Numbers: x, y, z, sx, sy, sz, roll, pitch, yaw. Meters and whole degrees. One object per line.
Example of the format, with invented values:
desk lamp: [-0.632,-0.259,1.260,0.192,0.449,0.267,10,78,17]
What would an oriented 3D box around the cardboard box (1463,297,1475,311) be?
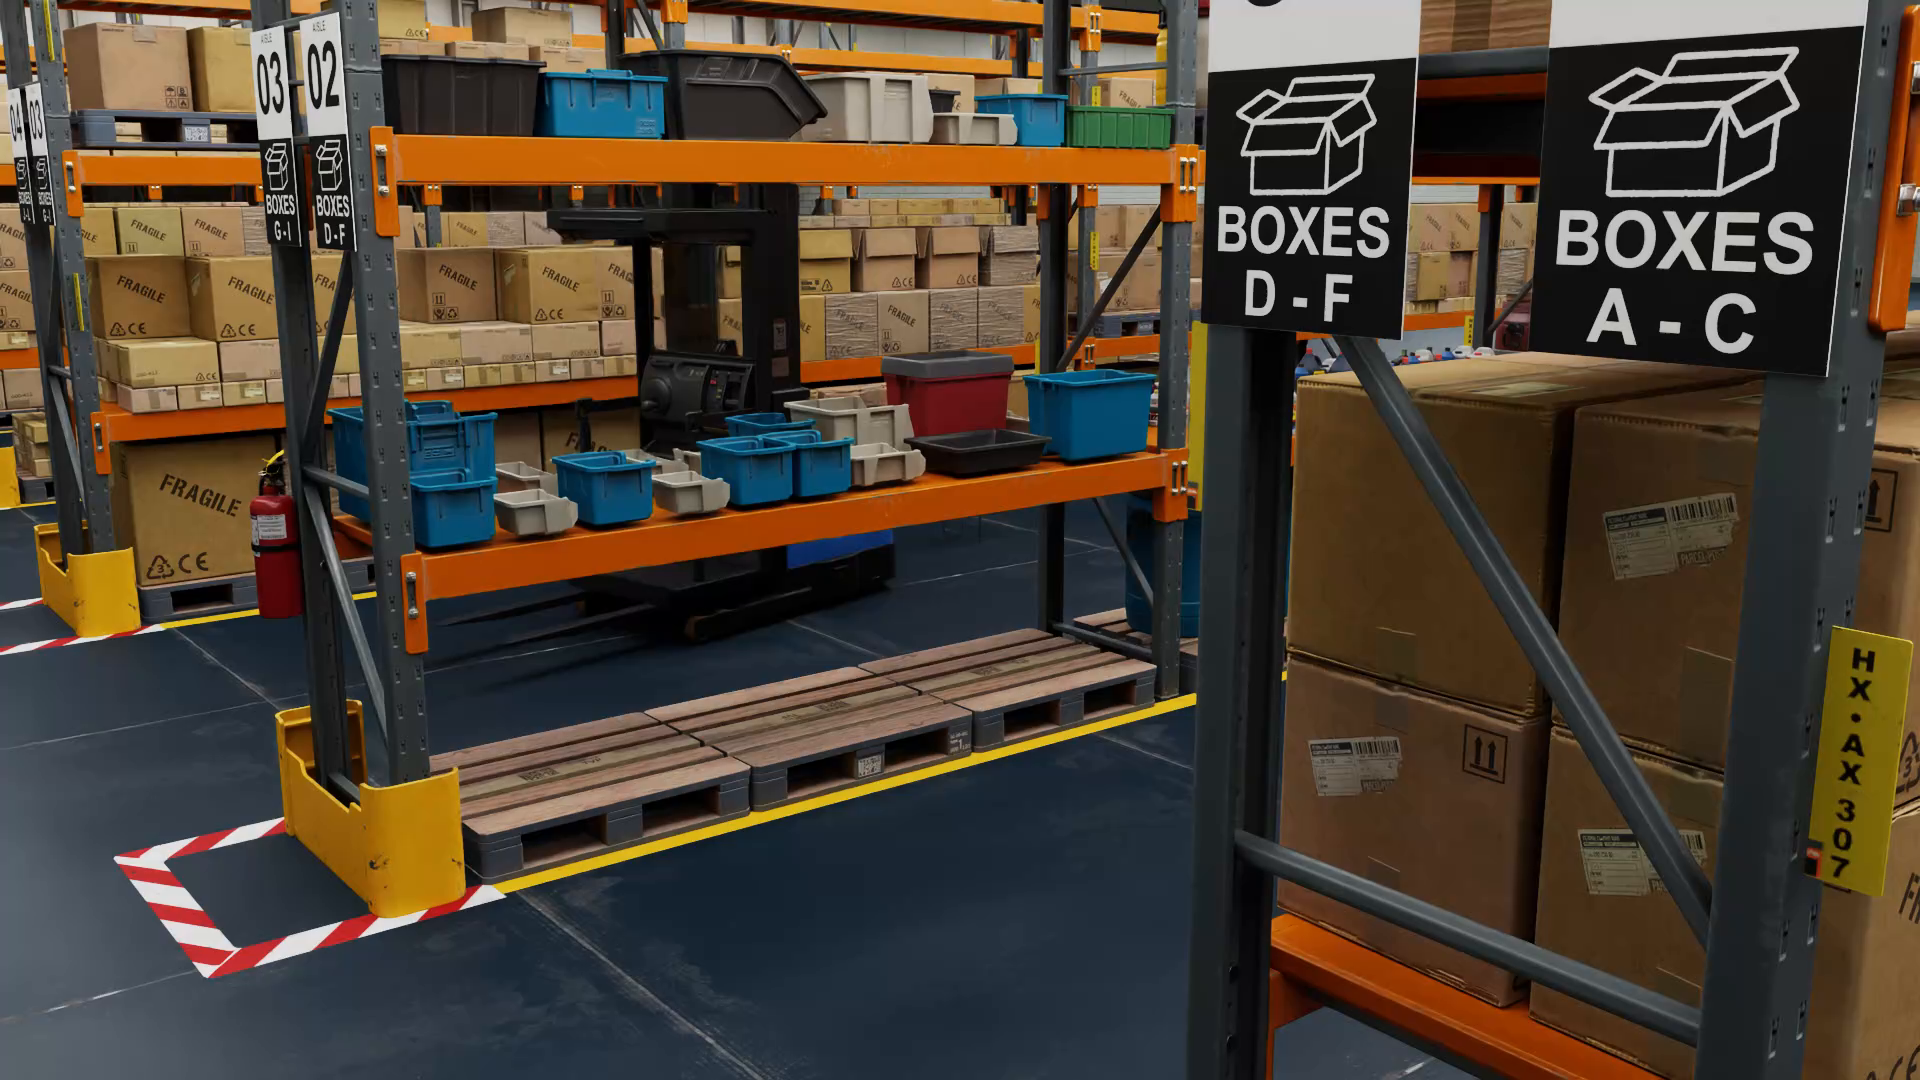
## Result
cardboard box: [5.463,-2.610,18.304,0.250,0.149,0.380,-9,15,-38]

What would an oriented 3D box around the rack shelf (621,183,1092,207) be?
rack shelf: [-0.741,-2.894,13.546,4.000,0.370,1.077,-9,15,-38]

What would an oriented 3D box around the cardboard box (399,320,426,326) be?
cardboard box: [-4.015,-1.378,11.542,0.500,0.250,0.500,-9,15,-38]

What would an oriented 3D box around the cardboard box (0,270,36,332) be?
cardboard box: [-7.922,-2.025,13.989,0.500,0.500,0.500,-9,15,-35]

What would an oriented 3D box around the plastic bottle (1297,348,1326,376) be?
plastic bottle: [2.165,-1.007,10.267,0.185,0.351,0.144,-9,15,-38]

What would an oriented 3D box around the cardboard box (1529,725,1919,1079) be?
cardboard box: [1.271,0.544,2.607,0.500,0.500,0.500,-9,15,-36]

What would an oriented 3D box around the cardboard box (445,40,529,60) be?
cardboard box: [-3.299,-3.109,11.335,0.500,0.500,0.700,-8,15,-35]

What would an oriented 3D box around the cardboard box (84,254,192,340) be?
cardboard box: [-5.210,-1.545,10.522,0.500,0.500,0.500,-9,15,-37]

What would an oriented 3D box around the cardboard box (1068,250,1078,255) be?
cardboard box: [1.205,-3.498,21.519,0.550,0.550,0.875,-9,15,-38]

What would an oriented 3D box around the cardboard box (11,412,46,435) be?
cardboard box: [-8.190,-1.029,14.674,0.250,0.149,0.380,-9,15,-37]

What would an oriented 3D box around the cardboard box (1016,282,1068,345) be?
cardboard box: [0.590,-1.983,14.504,0.500,0.500,0.500,-9,15,-36]

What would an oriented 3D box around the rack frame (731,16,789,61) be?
rack frame: [-2.199,-5.790,18.232,0.127,3.000,1.000,-9,15,-38]

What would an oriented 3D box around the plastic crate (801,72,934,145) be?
plastic crate: [-0.408,-1.843,7.152,0.530,0.282,0.437,-9,15,-38]

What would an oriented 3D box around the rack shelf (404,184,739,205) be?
rack shelf: [-3.760,-3.711,17.396,4.000,0.370,1.077,-9,15,-38]

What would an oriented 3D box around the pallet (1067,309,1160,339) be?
pallet: [1.311,-2.054,15.542,1.003,0.211,1.213,-9,15,-38]

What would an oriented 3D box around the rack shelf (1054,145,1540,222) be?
rack shelf: [2.353,-2.091,9.763,4.000,0.370,1.077,-9,15,-38]

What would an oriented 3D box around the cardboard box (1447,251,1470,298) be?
cardboard box: [5.074,-2.940,18.297,0.500,0.500,0.875,-9,15,-38]

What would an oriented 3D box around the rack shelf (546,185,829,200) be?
rack shelf: [-3.808,-5.020,23.560,4.000,0.370,1.077,-9,15,-38]

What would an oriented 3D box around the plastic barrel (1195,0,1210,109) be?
plastic barrel: [1.359,-2.482,8.538,0.433,0.535,0.433,0,12,0]

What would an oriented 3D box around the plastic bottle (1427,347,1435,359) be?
plastic bottle: [3.090,-1.139,11.050,0.133,0.283,0.061,-9,15,-38]

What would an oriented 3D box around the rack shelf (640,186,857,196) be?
rack shelf: [-3.789,-6.344,29.793,4.000,0.370,1.077,-9,15,-38]

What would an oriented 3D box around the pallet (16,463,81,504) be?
pallet: [-7.730,-0.563,14.772,1.213,0.211,1.003,-9,15,-38]

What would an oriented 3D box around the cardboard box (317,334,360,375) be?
cardboard box: [-4.086,-1.224,10.815,0.500,0.250,0.500,-10,16,-40]

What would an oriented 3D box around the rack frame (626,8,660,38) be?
rack frame: [-5.350,-7.904,28.185,0.127,3.000,1.000,-9,15,-38]

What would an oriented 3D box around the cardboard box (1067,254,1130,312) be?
cardboard box: [1.218,-2.369,15.312,0.500,0.500,0.500,11,16,43]

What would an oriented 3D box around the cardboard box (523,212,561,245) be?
cardboard box: [-5.610,-4.074,21.945,0.500,0.500,0.500,-10,16,-39]

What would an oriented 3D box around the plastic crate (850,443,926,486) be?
plastic crate: [-0.380,-0.341,7.505,0.466,0.136,0.293,-9,15,-38]

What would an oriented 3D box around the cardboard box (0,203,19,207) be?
cardboard box: [-10.366,-3.604,18.171,0.250,0.149,0.380,-9,15,-37]

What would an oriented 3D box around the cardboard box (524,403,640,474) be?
cardboard box: [-2.868,-0.612,12.396,0.875,0.875,0.875,-9,15,-38]

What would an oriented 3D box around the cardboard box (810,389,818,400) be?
cardboard box: [-1.815,-0.771,13.144,0.875,0.875,1.225,-9,15,-37]

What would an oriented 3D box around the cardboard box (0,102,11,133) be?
cardboard box: [-7.933,-3.472,13.695,0.500,0.250,0.500,-9,15,-37]

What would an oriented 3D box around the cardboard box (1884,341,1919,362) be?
cardboard box: [1.731,-0.167,3.545,0.500,0.500,0.500,-9,15,-36]

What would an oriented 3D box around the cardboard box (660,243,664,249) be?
cardboard box: [-4.061,-4.205,23.241,0.500,0.500,0.500,-9,15,-37]

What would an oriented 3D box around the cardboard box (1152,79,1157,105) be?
cardboard box: [1.747,-3.883,15.029,0.500,0.500,0.500,-9,15,-37]

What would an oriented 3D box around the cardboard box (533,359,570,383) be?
cardboard box: [-2.938,-1.203,11.679,0.250,0.149,0.380,-9,15,-37]

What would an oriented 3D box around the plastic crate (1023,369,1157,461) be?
plastic crate: [0.640,-0.621,8.227,0.575,0.384,0.392,-9,15,-38]

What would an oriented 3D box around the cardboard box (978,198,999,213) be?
cardboard box: [0.215,-5.201,26.536,0.500,0.500,0.700,-9,15,-37]

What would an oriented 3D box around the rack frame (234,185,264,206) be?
rack frame: [-8.493,-3.126,20.130,0.127,3.000,1.000,-9,15,-38]

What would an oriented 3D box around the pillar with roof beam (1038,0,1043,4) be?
pillar with roof beam: [4.041,-8.559,31.270,0.548,9.000,9.100,-9,15,-38]

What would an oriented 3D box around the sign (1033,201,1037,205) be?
sign: [1.208,-5.312,26.874,0.005,0.325,0.100,-9,15,-38]

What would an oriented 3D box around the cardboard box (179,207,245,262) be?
cardboard box: [-6.723,-2.713,14.821,0.500,0.500,0.500,-10,16,-39]

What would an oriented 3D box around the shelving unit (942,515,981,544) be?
shelving unit: [0.011,-0.589,12.513,0.189,1.200,0.258,-9,15,-38]

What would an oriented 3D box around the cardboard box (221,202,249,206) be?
cardboard box: [-8.535,-3.890,19.517,0.250,0.149,0.380,-10,15,-39]

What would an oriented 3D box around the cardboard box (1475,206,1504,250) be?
cardboard box: [5.618,-3.454,18.311,0.500,0.500,0.500,-9,15,-38]

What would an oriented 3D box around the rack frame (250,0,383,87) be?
rack frame: [-2.332,-3.131,5.710,0.127,3.000,1.000,-9,15,-38]

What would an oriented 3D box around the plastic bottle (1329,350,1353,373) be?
plastic bottle: [2.365,-1.000,10.233,0.185,0.351,0.144,-9,15,-38]

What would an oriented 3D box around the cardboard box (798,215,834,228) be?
cardboard box: [-1.842,-3.450,19.008,0.500,0.500,0.700,-10,15,-38]

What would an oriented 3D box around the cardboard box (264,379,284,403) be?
cardboard box: [-4.341,-0.970,10.582,0.250,0.149,0.380,-10,15,-39]

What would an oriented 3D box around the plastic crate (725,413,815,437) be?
plastic crate: [-0.888,-0.452,7.795,0.300,0.233,0.416,-9,15,-38]

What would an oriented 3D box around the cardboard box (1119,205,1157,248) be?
cardboard box: [2.099,-4.157,22.021,0.550,0.550,0.875,-9,15,-38]

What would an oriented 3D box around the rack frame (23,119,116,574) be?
rack frame: [-5.426,-1.000,10.116,0.127,3.000,1.000,-9,15,-38]

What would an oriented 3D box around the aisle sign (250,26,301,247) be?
aisle sign: [-2.571,-1.506,6.243,0.004,0.787,0.394,-9,15,-38]

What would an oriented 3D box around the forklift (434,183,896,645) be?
forklift: [-1.746,-0.945,10.022,1.130,2.935,3.031,9,15,38]

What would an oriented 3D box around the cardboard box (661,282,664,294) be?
cardboard box: [-3.302,-2.634,17.405,0.250,0.149,0.380,-9,15,-36]

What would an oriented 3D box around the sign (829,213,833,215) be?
sign: [-1.897,-4.641,24.477,0.005,0.325,0.100,-9,15,-38]

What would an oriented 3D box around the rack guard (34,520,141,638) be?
rack guard: [-5.445,0.226,10.361,0.348,0.500,1.175,-9,15,-38]

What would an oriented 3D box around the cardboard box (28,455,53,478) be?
cardboard box: [-7.836,-0.644,14.295,0.250,0.149,0.380,-9,15,-37]
